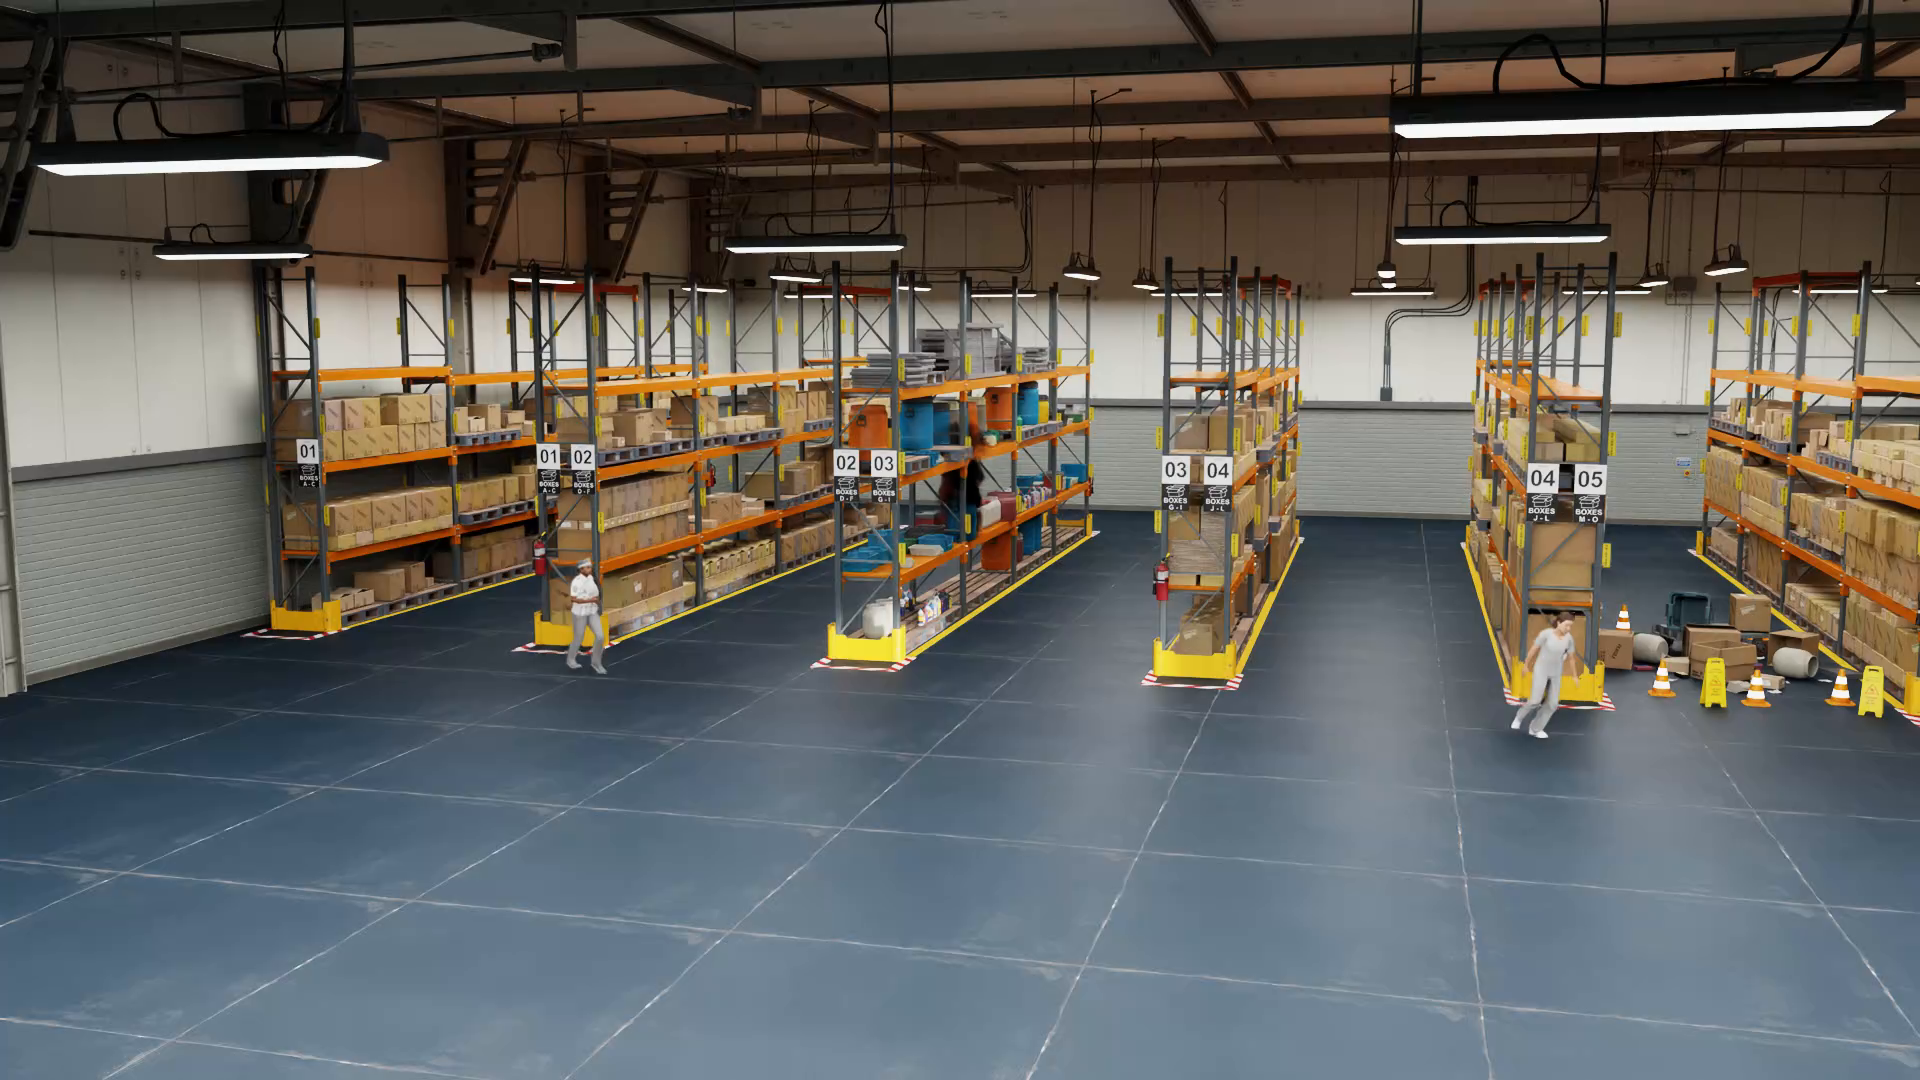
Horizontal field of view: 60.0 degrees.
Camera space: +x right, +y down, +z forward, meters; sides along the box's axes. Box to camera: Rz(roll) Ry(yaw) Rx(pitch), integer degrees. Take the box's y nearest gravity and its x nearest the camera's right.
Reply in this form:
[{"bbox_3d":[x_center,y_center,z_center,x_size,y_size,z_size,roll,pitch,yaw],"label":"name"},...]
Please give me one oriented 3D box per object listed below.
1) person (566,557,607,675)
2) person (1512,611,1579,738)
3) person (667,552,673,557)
[{"bbox_3d":[-5.468,1.114,24.165,0.760,1.754,0.553,5,9,36],"label":"person"},{"bbox_3d":[7.165,1.632,20.330,0.695,1.596,0.601,-1,7,-5],"label":"person"},{"bbox_3d":[-5.925,-0.127,33.807,0.669,1.713,0.710,0,7,0],"label":"person"}]
